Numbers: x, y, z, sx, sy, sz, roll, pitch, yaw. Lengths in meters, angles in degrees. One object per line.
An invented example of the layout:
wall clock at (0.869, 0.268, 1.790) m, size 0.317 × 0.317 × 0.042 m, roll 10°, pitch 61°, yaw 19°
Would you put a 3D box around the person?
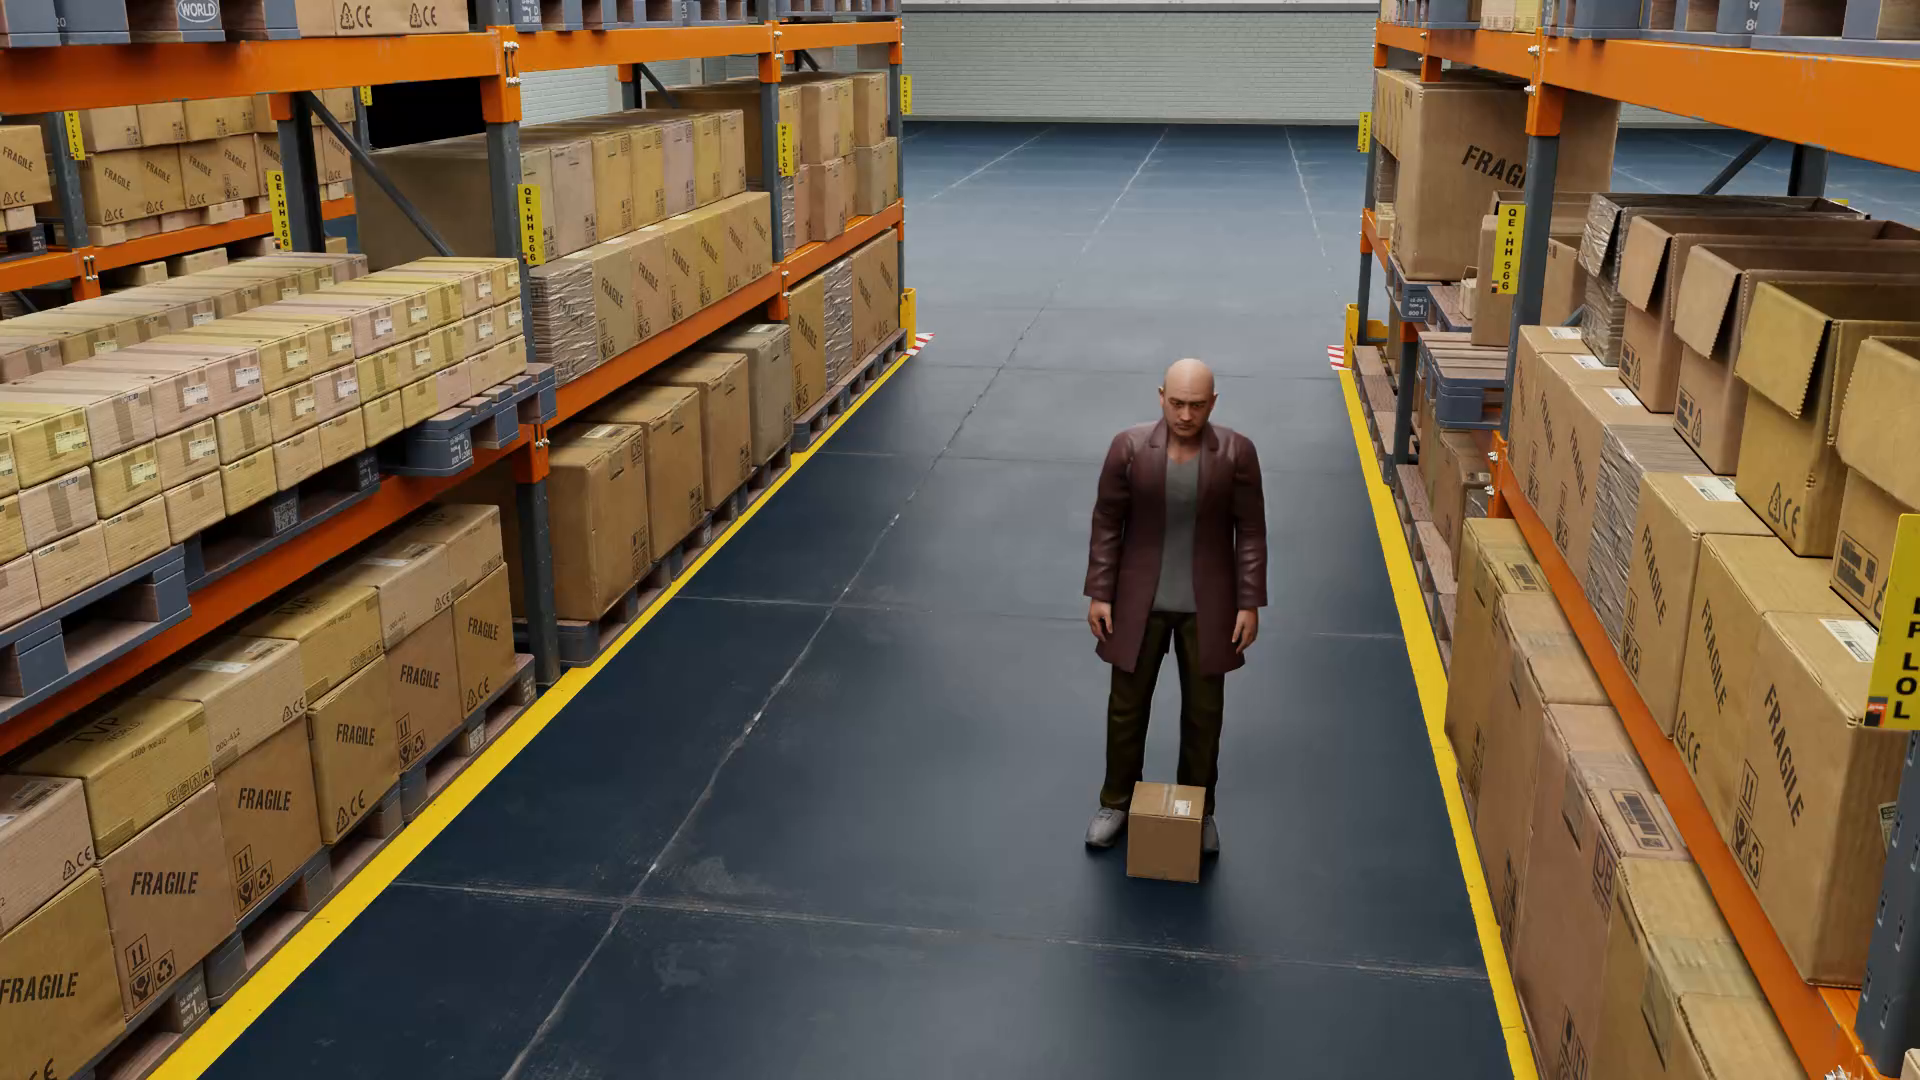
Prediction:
person at (0.755, 0.228, 5.858) m, size 0.642 × 1.774 × 0.422 m, roll 3°, pitch 18°, yaw 9°
